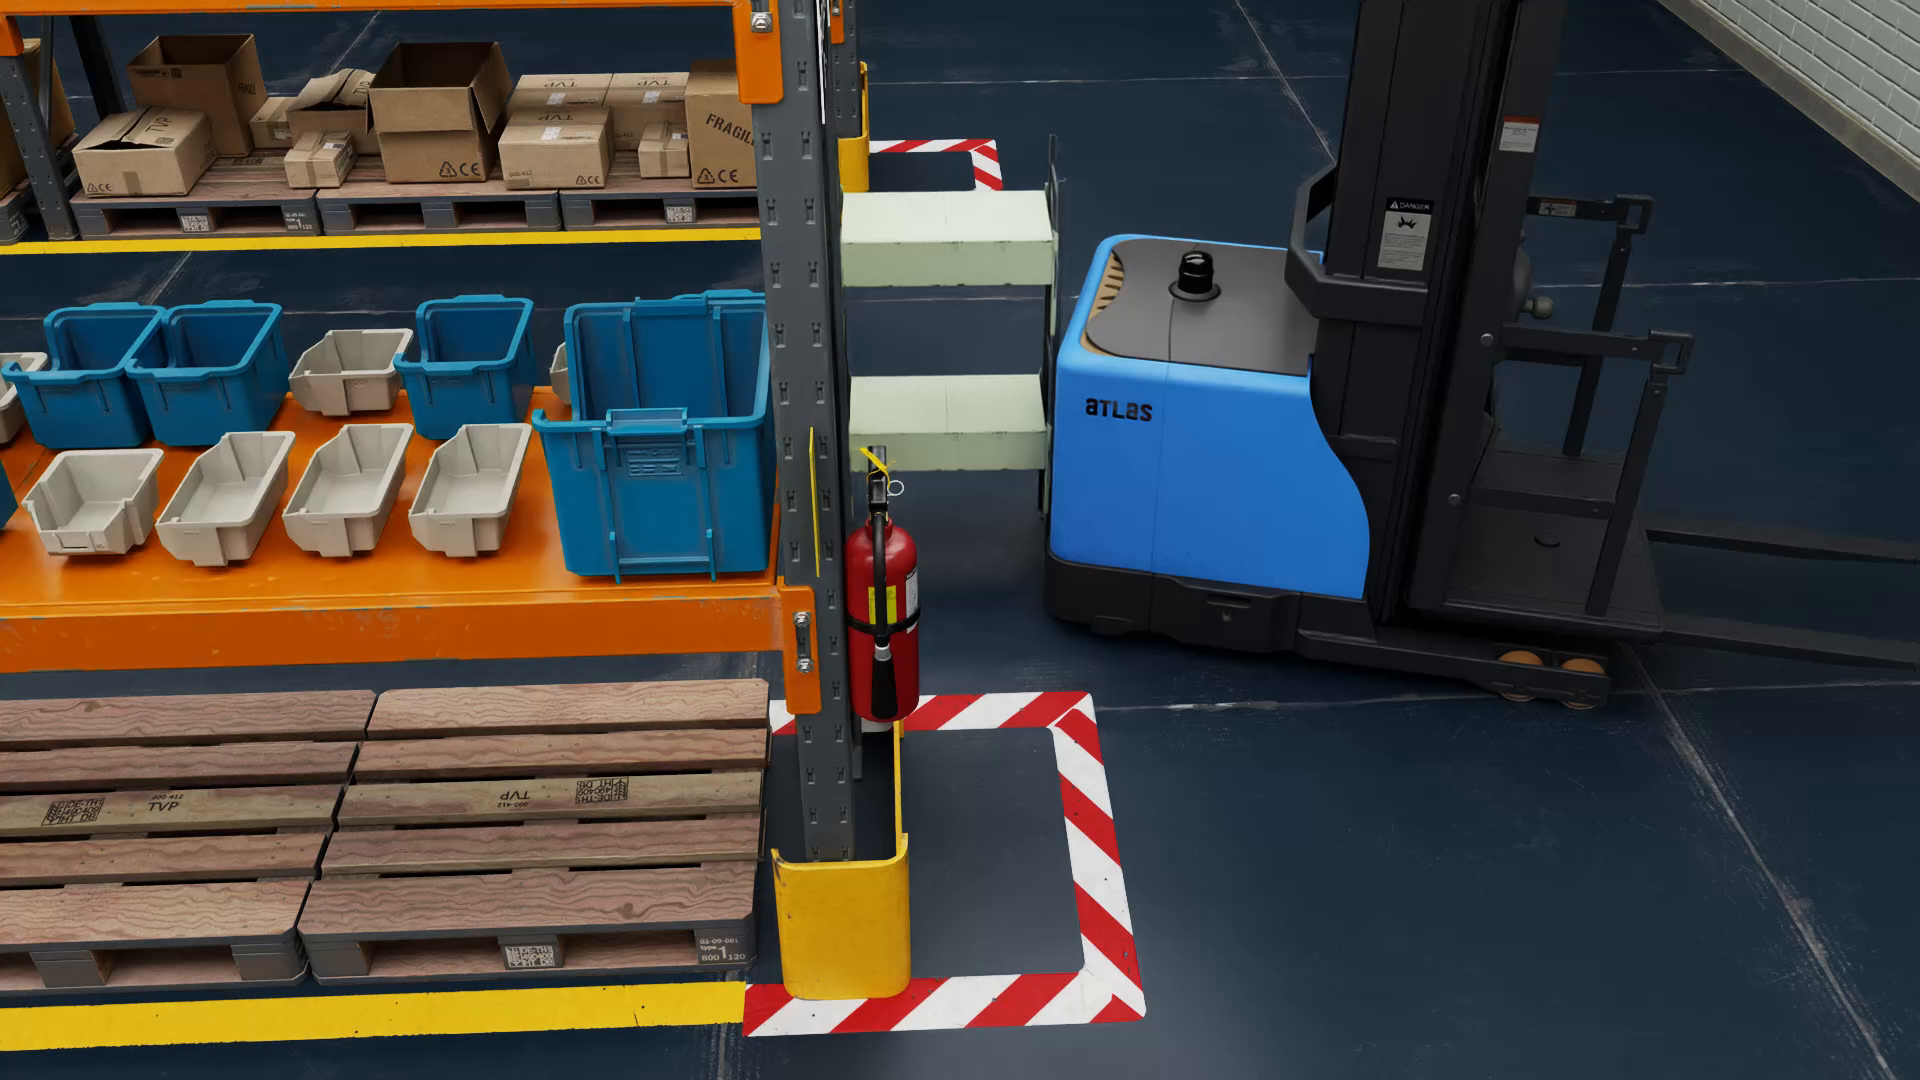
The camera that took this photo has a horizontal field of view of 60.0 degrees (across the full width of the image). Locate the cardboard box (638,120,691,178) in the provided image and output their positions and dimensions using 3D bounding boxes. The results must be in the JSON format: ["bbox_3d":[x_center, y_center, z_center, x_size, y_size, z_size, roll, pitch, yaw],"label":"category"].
[{"bbox_3d":[-1.526,-2.042,8.667,0.250,0.166,0.380,-2,35,-2],"label":"cardboard box"}]

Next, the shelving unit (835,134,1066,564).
[{"bbox_3d":[-0.048,-0.625,5.836,0.755,1.500,0.431,-1,35,-1],"label":"shelving unit"}]

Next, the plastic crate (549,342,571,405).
[{"bbox_3d":[-0.941,-0.460,4.457,0.298,0.136,0.250,-2,35,-2],"label":"plastic crate"}]

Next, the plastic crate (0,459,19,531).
[{"bbox_3d":[-2.394,-0.079,3.823,0.300,0.233,0.416,-2,35,-2],"label":"plastic crate"}]

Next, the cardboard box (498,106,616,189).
[{"bbox_3d":[-2.067,-2.027,8.573,0.500,0.250,0.500,-2,35,-2],"label":"cardboard box"}]

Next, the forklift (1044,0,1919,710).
[{"bbox_3d":[1.865,-0.983,5.095,3.031,2.935,1.130,7,35,10],"label":"forklift"}]

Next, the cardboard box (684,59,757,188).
[{"bbox_3d":[-1.117,-2.139,8.514,0.500,0.500,0.500,-2,35,-2],"label":"cardboard box"}]

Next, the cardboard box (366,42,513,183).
[{"bbox_3d":[-2.705,-2.240,8.658,0.637,0.503,0.797,-2,35,-2],"label":"cardboard box"}]

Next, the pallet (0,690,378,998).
[{"bbox_3d":[-2.396,0.854,4.831,1.213,0.211,1.003,-2,35,-2],"label":"pallet"}]

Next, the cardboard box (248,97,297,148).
[{"bbox_3d":[-3.654,-2.262,9.001,0.250,0.149,0.380,-2,35,-2],"label":"cardboard box"}]

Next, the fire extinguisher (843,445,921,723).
[{"bbox_3d":[-0.183,0.115,3.844,0.183,0.674,0.296,-2,35,-2],"label":"fire extinguisher"}]

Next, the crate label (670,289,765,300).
[{"bbox_3d":[-0.617,-0.461,4.374,0.303,0.233,0.416,-2,35,-2],"label":"crate label"}]

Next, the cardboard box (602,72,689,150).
[{"bbox_3d":[-1.642,-2.324,9.001,0.500,0.250,0.500,-2,35,-2],"label":"cardboard box"}]

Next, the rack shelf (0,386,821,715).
[{"bbox_3d":[-2.353,0.025,4.210,4.000,0.370,1.077,-2,35,-2],"label":"rack shelf"}]

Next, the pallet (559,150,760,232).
[{"bbox_3d":[-1.458,-1.969,8.910,1.213,0.211,1.003,-2,35,-2],"label":"pallet"}]

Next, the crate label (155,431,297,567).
[{"bbox_3d":[-1.728,-0.095,3.930,0.243,0.136,0.396,-2,35,-2],"label":"crate label"}]

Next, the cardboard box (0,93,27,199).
[{"bbox_3d":[-5.060,-2.009,8.327,0.500,0.500,0.500,-2,35,-2],"label":"cardboard box"}]

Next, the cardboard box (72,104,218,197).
[{"bbox_3d":[-4.152,-1.996,8.474,0.500,0.311,0.500,-2,35,-2],"label":"cardboard box"}]

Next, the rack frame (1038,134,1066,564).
[{"bbox_3d":[0.318,-0.631,5.844,0.023,1.500,0.400,-1,35,-1],"label":"rack frame"}]

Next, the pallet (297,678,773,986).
[{"bbox_3d":[-1.180,0.822,4.876,1.213,0.211,1.003,-2,35,-2],"label":"pallet"}]

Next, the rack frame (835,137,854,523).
[{"bbox_3d":[-0.414,-0.620,5.828,0.023,1.500,0.400,-1,35,-1],"label":"rack frame"}]

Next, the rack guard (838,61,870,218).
[{"bbox_3d":[-0.661,-2.110,8.860,0.348,0.500,1.175,-2,35,-2],"label":"rack guard"}]

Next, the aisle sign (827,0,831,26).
[{"bbox_3d":[-0.297,-1.564,3.590,0.004,0.787,0.394,-2,35,-2],"label":"aisle sign"}]

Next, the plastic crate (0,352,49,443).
[{"bbox_3d":[-2.625,-0.351,4.300,0.466,0.136,0.293,-2,35,-2],"label":"plastic crate"}]

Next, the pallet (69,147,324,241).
[{"bbox_3d":[-3.895,-1.904,8.815,1.213,0.211,1.003,-2,35,-2],"label":"pallet"}]

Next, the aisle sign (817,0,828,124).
[{"bbox_3d":[-0.269,-1.229,3.105,0.004,0.787,0.394,-2,35,-2],"label":"aisle sign"}]

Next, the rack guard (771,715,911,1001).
[{"bbox_3d":[-0.331,0.695,4.806,0.348,0.500,1.175,-2,35,-2],"label":"rack guard"}]

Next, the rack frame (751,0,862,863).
[{"bbox_3d":[-0.355,-0.324,4.083,0.127,3.000,1.000,-2,35,-2],"label":"rack frame"}]

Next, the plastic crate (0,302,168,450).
[{"bbox_3d":[-2.232,-0.417,4.311,0.300,0.233,0.416,-2,35,-2],"label":"plastic crate"}]

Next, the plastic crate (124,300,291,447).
[{"bbox_3d":[-1.932,-0.425,4.323,0.300,0.233,0.416,-2,35,-2],"label":"plastic crate"}]

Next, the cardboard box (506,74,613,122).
[{"bbox_3d":[-2.141,-2.310,8.982,0.500,0.250,0.500,-2,35,-2],"label":"cardboard box"}]

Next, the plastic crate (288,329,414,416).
[{"bbox_3d":[-1.619,-0.441,4.431,0.298,0.136,0.250,-2,35,-2],"label":"plastic crate"}]

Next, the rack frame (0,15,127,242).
[{"bbox_3d":[-4.581,-3.032,7.996,0.127,3.000,1.000,-2,35,-2],"label":"rack frame"}]

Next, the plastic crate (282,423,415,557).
[{"bbox_3d":[-1.451,-0.116,3.961,0.243,0.136,0.396,-2,35,-2],"label":"plastic crate"}]

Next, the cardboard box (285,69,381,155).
[{"bbox_3d":[-3.276,-2.305,8.920,0.500,0.311,0.500,-2,35,-2],"label":"cardboard box"}]

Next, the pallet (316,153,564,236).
[{"bbox_3d":[-2.673,-1.938,8.865,1.213,0.211,1.003,-2,35,-2],"label":"pallet"}]

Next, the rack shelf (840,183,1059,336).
[{"bbox_3d":[-0.048,-0.946,5.614,0.720,0.370,0.431,-1,35,-1],"label":"rack shelf"}]

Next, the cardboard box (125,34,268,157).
[{"bbox_3d":[-4.025,-2.362,8.837,0.500,0.500,0.500,-2,35,-2],"label":"cardboard box"}]

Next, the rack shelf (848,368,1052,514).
[{"bbox_3d":[-0.048,-0.357,6.021,0.720,0.370,0.431,-1,35,-1],"label":"rack shelf"}]

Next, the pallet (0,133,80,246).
[{"bbox_3d":[-5.392,-1.842,8.727,1.213,0.211,1.003,-2,35,-2],"label":"pallet"}]

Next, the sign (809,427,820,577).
[{"bbox_3d":[-0.313,-0.079,3.585,0.005,0.325,0.100,-2,35,-2],"label":"sign"}]

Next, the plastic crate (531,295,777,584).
[{"bbox_3d":[-0.680,-0.248,3.889,0.499,0.435,0.616,-2,35,-2],"label":"plastic crate"}]

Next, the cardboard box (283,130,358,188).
[{"bbox_3d":[-3.288,-1.966,8.557,0.250,0.166,0.380,-2,35,-2],"label":"cardboard box"}]

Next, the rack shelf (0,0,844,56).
[{"bbox_3d":[-2.583,-2.790,8.278,4.000,0.370,1.077,-2,35,-2],"label":"rack shelf"}]

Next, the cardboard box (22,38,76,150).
[{"bbox_3d":[-5.076,-2.311,8.763,0.500,0.500,0.500,-3,35,-4],"label":"cardboard box"}]

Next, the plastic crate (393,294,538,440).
[{"bbox_3d":[-1.275,-0.443,4.349,0.300,0.233,0.416,-2,35,-2],"label":"plastic crate"}]

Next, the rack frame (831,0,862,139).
[{"bbox_3d":[-0.586,-3.140,8.152,0.127,3.000,1.000,-2,35,-2],"label":"rack frame"}]

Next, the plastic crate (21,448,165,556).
[{"bbox_3d":[-2.023,-0.076,3.903,0.250,0.136,0.298,-2,35,-2],"label":"plastic crate"}]

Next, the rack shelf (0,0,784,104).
[{"bbox_3d":[-2.353,-1.208,3.356,4.000,0.370,1.077,-2,35,-2],"label":"rack shelf"}]

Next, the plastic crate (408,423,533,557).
[{"bbox_3d":[-1.161,-0.116,3.960,0.243,0.136,0.396,-2,35,-2],"label":"plastic crate"}]
